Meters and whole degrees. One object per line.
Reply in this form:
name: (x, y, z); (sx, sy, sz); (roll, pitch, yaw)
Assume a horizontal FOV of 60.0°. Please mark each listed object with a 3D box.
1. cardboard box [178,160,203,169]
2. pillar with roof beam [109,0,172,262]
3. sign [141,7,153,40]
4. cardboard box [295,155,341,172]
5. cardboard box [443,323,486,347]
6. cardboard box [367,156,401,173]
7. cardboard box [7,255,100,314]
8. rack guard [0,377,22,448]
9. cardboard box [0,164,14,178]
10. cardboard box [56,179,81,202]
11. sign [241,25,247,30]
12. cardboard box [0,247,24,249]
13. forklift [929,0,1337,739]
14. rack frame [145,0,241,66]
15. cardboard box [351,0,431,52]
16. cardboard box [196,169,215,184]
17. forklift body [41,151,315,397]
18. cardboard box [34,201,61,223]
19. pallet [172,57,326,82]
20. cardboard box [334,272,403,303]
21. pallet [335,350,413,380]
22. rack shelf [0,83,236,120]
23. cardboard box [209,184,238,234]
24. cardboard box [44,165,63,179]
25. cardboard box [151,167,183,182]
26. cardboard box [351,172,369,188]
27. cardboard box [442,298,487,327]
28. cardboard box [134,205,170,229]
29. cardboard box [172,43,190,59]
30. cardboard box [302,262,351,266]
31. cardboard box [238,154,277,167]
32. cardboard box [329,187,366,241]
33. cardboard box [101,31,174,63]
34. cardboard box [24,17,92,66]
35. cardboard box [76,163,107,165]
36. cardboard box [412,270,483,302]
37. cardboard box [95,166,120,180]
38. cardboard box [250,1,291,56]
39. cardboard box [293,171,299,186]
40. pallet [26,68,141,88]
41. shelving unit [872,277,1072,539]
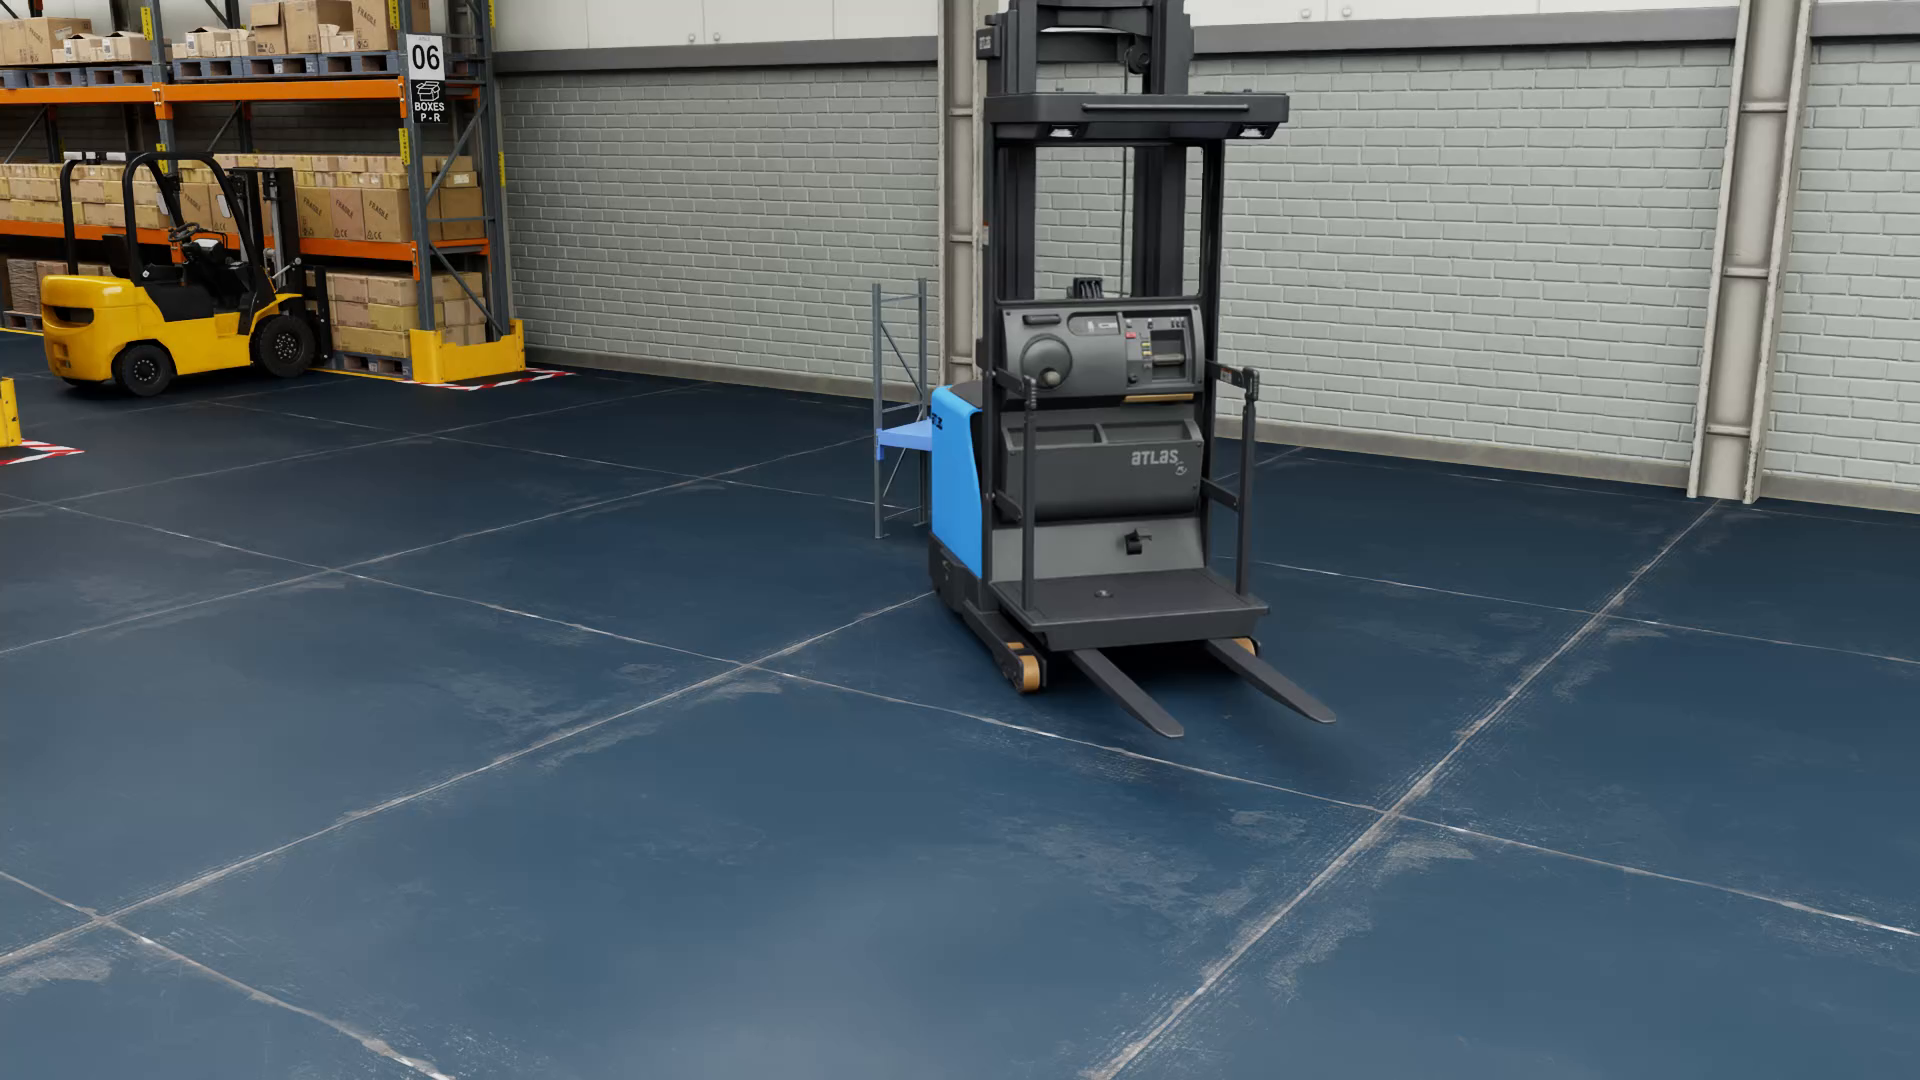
cardboard box: (-8.058, -4.024, 17.659); (0.250, 0.149, 0.380); (10, 17, 34)
pillar with roof beam: (-12.293, -6.213, 16.194); (0.400, 9.000, 9.100); (9, 17, 33)
sign: (-8.451, -5.368, 17.293); (0.005, 0.325, 0.100); (9, 17, 33)
cardboard box: (-6.367, -3.746, 16.538); (0.250, 0.149, 0.380); (10, 17, 34)
cardboard box: (-5.136, -2.055, 16.733); (0.500, 0.250, 0.500); (9, 17, 33)
cardboard box: (-5.474, -3.622, 16.036); (0.250, 0.149, 0.380); (9, 17, 33)
cardboard box: (-10.966, -3.119, 20.249); (0.625, 0.625, 0.875); (10, 17, 35)
rack guard: (-7.668, -0.888, 12.370); (0.348, 0.500, 1.175); (9, 17, 33)
cardboard box: (-11.153, -4.381, 19.720); (0.250, 0.149, 0.380); (10, 17, 34)
cardboard box: (-9.967, -4.011, 19.057); (0.500, 0.250, 0.500); (9, 17, 34)
sign: (-7.848, -5.474, 18.212); (0.005, 0.325, 0.100); (9, 17, 33)
cardboard box: (-12.365, -3.705, 21.526); (0.250, 0.149, 0.380); (8, 16, 30)
forklift: (0.700, -0.865, 7.220); (1.130, 2.935, 3.031); (-4, 14, -14)
rack frame: (-8.157, -6.530, 17.475); (0.127, 3.000, 1.000); (9, 17, 33)
cardboard box: (-5.341, -4.849, 15.638); (0.500, 0.500, 0.500); (10, 17, 35)
cardboard box: (-7.823, -3.852, 17.582); (0.250, 0.149, 0.380); (10, 17, 34)
forklift body: (-7.429, -2.560, 15.689); (1.214, 2.155, 2.313); (9, 17, 33)
cardboard box: (-10.398, -3.837, 19.394); (0.500, 0.250, 0.500); (9, 16, 31)
pallet: (-7.434, -4.922, 17.405); (1.213, 0.211, 1.003); (9, 17, 33)
cardboard box: (-5.821, -2.503, 16.459); (0.500, 0.250, 0.500); (10, 17, 34)
pallet: (-5.495, -1.822, 16.745); (1.213, 0.211, 1.003); (9, 17, 33)
rack shelf: (-9.816, -4.993, 19.006); (4.000, 0.370, 1.077); (9, 17, 33)
cardboard box: (-7.493, -3.488, 17.464); (0.500, 0.500, 0.500); (10, 17, 34)
cardboard box: (-10.299, -4.245, 19.172); (0.250, 0.149, 0.380); (10, 17, 34)
cardboard box: (-8.564, -3.983, 18.112); (0.250, 0.149, 0.380); (10, 17, 35)
cardboard box: (-5.691, -3.511, 16.206); (0.250, 0.149, 0.380); (10, 17, 34)
cardboard box: (-5.112, -2.298, 16.671); (0.500, 0.250, 0.500); (10, 17, 34)
cardboard box: (-8.721, -3.561, 18.276); (0.500, 0.250, 0.500); (10, 17, 34)
cardboard box: (-7.954, -5.084, 17.316); (0.250, 0.149, 0.380); (10, 17, 34)
cardboard box: (-6.799, -2.810, 17.698); (0.500, 0.250, 0.500); (9, 17, 33)
cardboard box: (-7.187, -3.890, 17.118); (0.250, 0.149, 0.380); (9, 16, 32)
cardboard box: (-5.818, -3.215, 16.361); (0.500, 0.500, 0.500); (10, 17, 35)
cardboard box: (-8.893, -5.332, 17.980); (0.500, 0.311, 0.500); (9, 16, 31)
cardboard box: (-10.166, -5.629, 18.788); (0.500, 0.500, 0.500); (10, 17, 34)
cardboard box: (-10.390, -4.436, 19.942); (0.250, 0.149, 0.380); (9, 16, 32)
cardboard box: (-5.131, -2.538, 16.602); (0.500, 0.250, 0.500); (9, 16, 32)
cardboard box: (-9.436, -4.114, 18.641); (0.250, 0.149, 0.380); (9, 16, 31)
cardboard box: (-6.599, -5.094, 16.620); (0.637, 0.503, 0.797); (10, 17, 35)
cardboard box: (-6.516, -3.654, 16.784); (0.250, 0.149, 0.380); (9, 17, 32)
pallet: (-9.933, -5.296, 19.126); (1.213, 0.211, 1.003); (10, 17, 35)
shelving unit: (0.071, -0.717, 9.597); (1.048, 1.500, 0.538); (9, 17, 33)
